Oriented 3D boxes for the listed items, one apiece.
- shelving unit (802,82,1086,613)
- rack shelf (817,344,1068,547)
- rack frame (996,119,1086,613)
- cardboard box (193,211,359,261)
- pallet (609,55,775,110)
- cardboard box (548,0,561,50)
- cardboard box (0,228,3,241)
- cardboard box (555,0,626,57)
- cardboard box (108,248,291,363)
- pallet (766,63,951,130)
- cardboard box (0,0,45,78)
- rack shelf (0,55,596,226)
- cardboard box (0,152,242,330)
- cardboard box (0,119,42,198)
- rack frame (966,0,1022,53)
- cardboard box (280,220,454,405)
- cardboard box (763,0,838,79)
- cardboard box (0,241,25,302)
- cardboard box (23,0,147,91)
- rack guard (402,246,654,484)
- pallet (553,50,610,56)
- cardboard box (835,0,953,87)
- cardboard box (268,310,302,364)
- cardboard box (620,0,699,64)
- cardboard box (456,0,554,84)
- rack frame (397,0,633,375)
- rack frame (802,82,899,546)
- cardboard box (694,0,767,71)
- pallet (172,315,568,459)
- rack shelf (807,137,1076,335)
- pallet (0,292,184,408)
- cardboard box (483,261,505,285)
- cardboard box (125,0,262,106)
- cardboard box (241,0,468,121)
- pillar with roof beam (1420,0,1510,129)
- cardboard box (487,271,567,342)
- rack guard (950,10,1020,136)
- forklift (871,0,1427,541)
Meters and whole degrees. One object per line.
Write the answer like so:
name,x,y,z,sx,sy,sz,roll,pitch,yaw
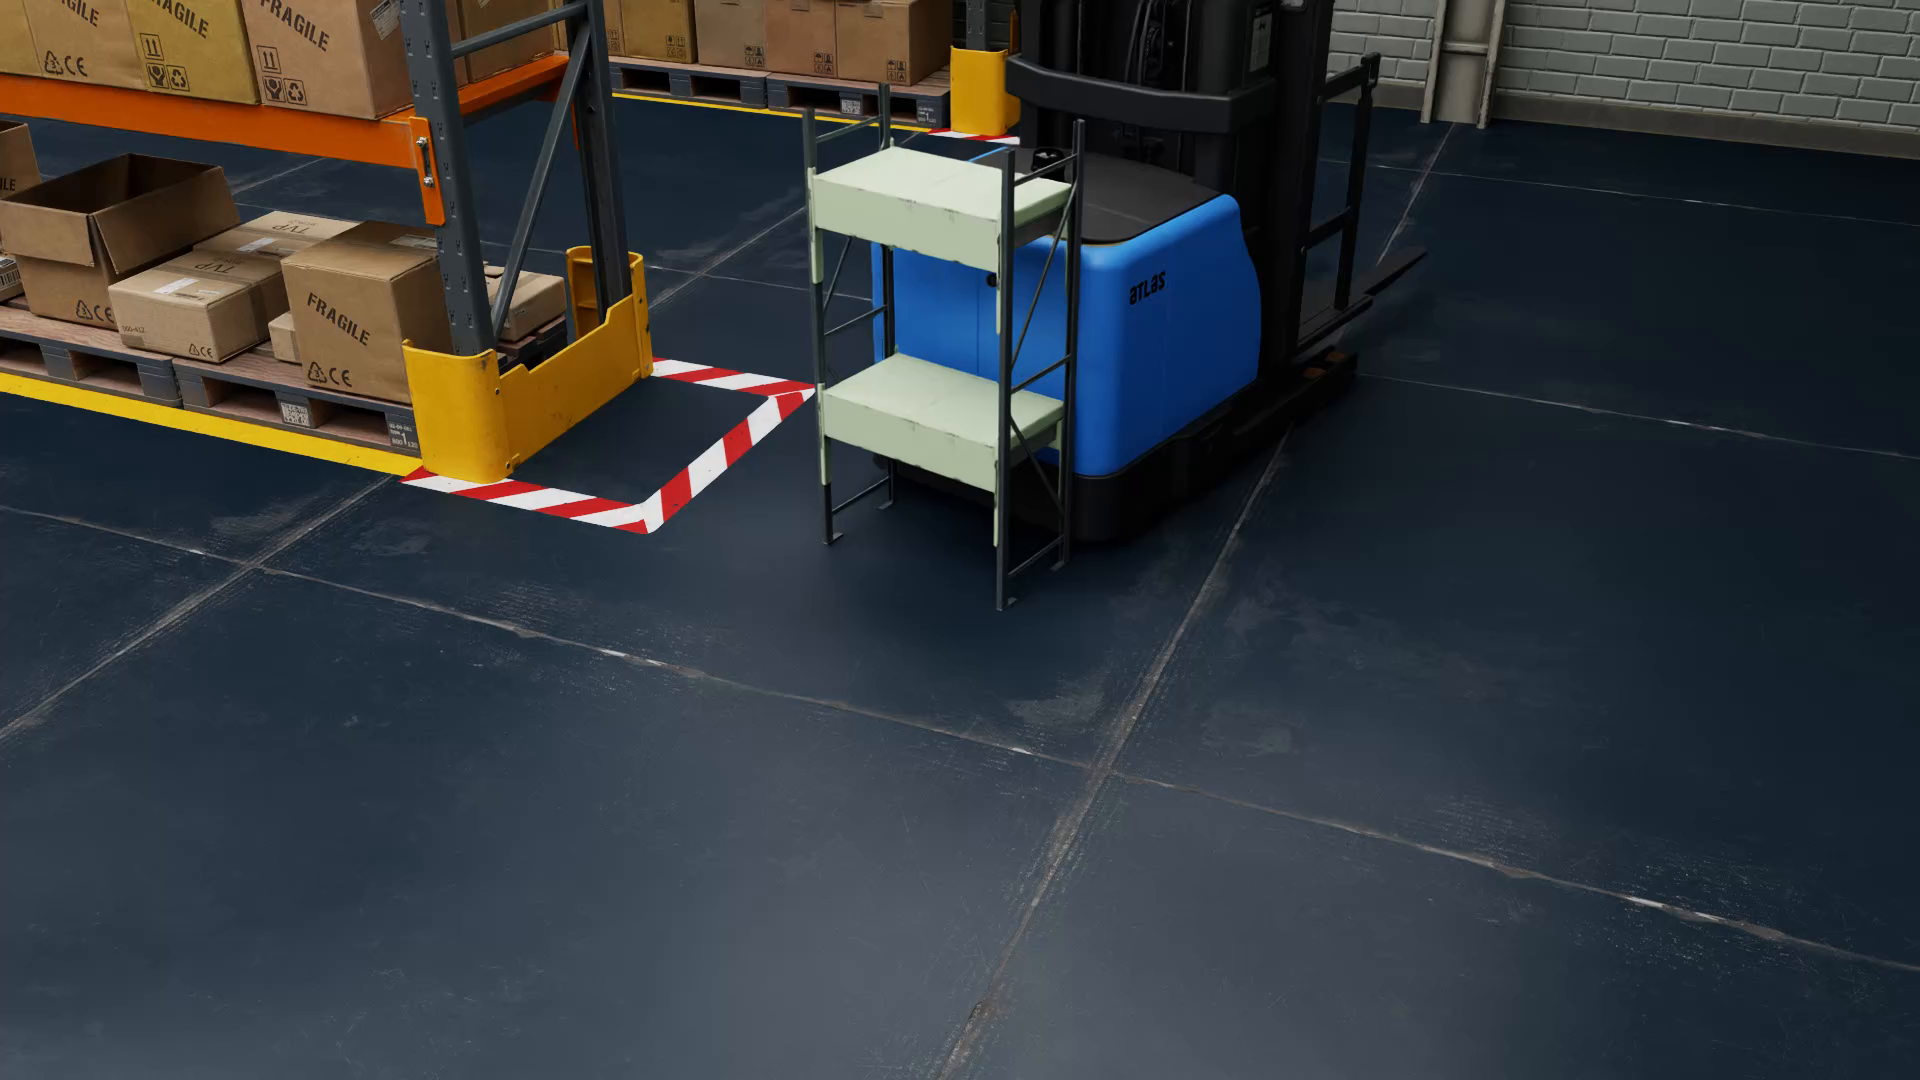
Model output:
shelving unit,-0.053,-0.609,5.302,0.755,1.500,0.431,20,35,31
rack shelf,-0.053,-0.325,5.463,0.720,0.370,0.431,20,35,31
rack frame,0.243,-0.502,5.115,0.023,1.500,0.400,20,35,31
cardboard box,-2.904,-1.196,7.164,0.500,0.250,0.500,11,31,19
pallet,-1.618,-3.170,11.144,1.213,0.211,1.003,11,31,19
cardboard box,-2.773,-3.695,11.352,0.500,0.500,0.700,12,32,20
cardboard box,-3.957,-1.432,7.521,0.500,0.311,0.500,11,31,19
cardboard box,-2.309,-3.601,11.185,0.500,0.500,0.700,11,31,19
cardboard box,-3.045,-0.958,6.744,0.500,0.250,0.500,11,31,19
pallet,-0.491,-2.944,10.744,1.213,0.211,1.003,11,31,19
cardboard box,-3.507,-2.071,6.264,0.500,0.500,0.500,11,31,18
rack shelf,-3.433,-1.843,6.693,4.000,0.370,1.077,11,31,19
cardboard box,-3.544,-1.286,7.066,0.637,0.503,0.797,11,31,19
cardboard box,-4.652,-1.653,7.720,0.500,0.500,0.500,11,31,19
rack frame,0.279,-4.045,9.859,0.127,3.000,1.000,11,31,19
cardboard box,-2.176,-0.878,6.348,0.500,0.500,0.500,11,31,19
cardboard box,-0.871,-3.317,10.683,0.500,0.500,0.700,11,31,19
cardboard box,-4.174,-1.152,7.173,0.250,0.166,0.380,11,31,19
cardboard box,-3.040,-1.978,6.099,0.500,0.500,0.500,12,31,20
rack guard,-1.650,-0.712,6.502,0.348,0.500,1.175,11,31,19
pallet,-2.752,-3.395,11.542,1.213,0.211,1.003,11,31,19
cardboard box,-0.407,-3.224,10.519,0.500,0.500,0.700,11,31,19
cardboard box,-2.518,-0.848,6.635,0.250,0.166,0.380,11,31,19
cardboard box,-1.834,-3.505,11.015,0.500,0.500,0.700,12,32,20
cardboard box,-1.892,-2.032,6.195,0.500,0.500,0.500,12,32,20
rack frame,-1.580,-1.786,5.862,0.127,3.000,1.000,11,31,19
rack frame,-0.348,-0.715,5.490,0.023,1.500,0.400,20,35,31
cardboard box,-1.337,-3.409,10.847,0.500,0.500,0.700,10,31,17
pallet,-2.390,-0.733,6.833,1.213,0.211,1.003,11,31,19
rack shelf,-0.053,-0.948,5.110,0.720,0.370,0.431,20,35,31
pallet,-3.516,-0.960,7.233,1.213,0.211,1.003,11,31,19
cardboard box,-2.070,-1.025,6.947,0.250,0.166,0.380,11,31,19
cardboard box,-2.579,-1.883,5.931,0.500,0.500,0.500,12,31,20
cardboard box,-2.097,-1.788,5.764,0.500,0.500,0.500,12,32,21
pillar with roof beam,1.488,-4.589,4.724,0.400,9.000,9.100,11,31,19
cardboard box,-1.839,-0.971,6.869,0.250,0.149,0.380,11,31,19
rack guard,0.301,-2.953,10.466,0.348,0.500,1.175,11,31,19
forklift,0.973,-1.935,6.195,1.130,2.935,3.031,21,35,32
